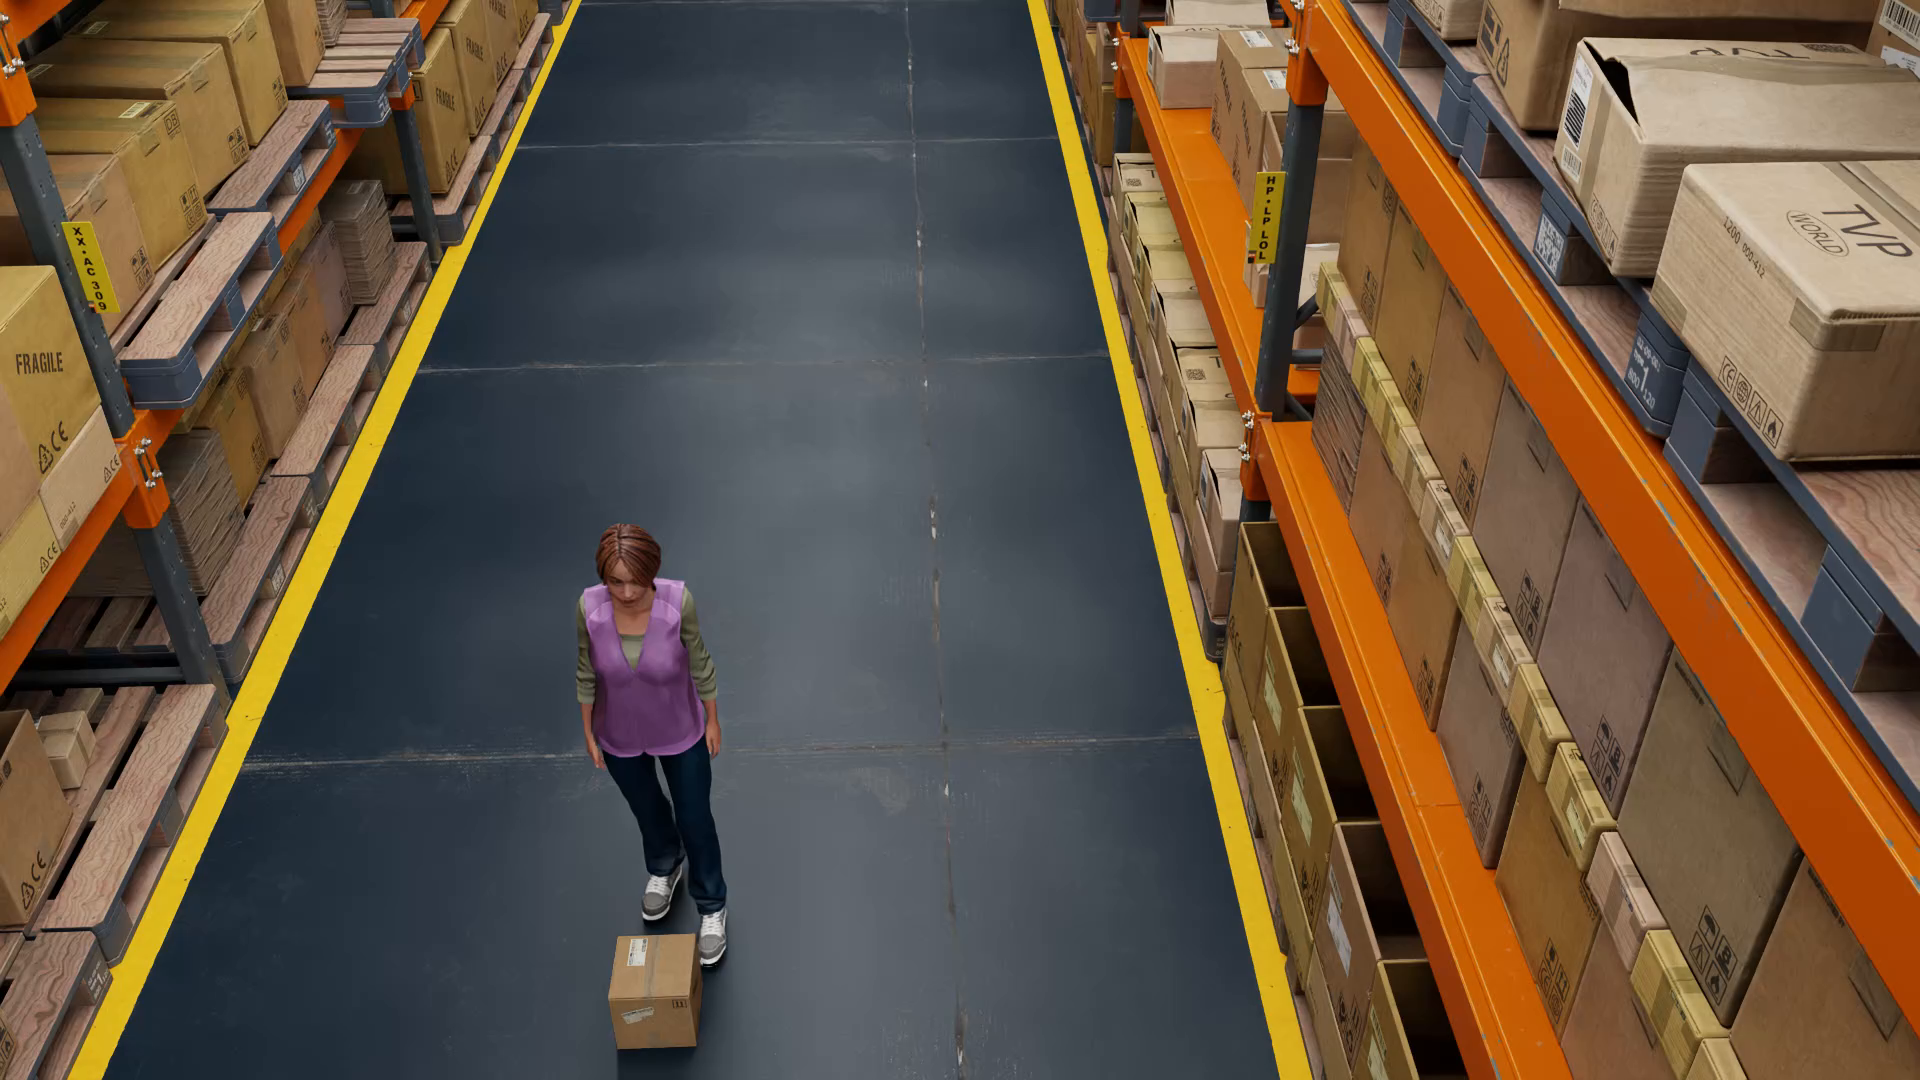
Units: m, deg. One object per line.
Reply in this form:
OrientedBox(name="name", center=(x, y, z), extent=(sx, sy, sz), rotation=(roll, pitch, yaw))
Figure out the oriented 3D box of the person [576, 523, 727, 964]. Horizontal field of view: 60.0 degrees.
OrientedBox(name="person", center=(-0.979, 0.641, 5.258), extent=(0.430, 1.602, 0.479), rotation=(-1, 36, -2))
